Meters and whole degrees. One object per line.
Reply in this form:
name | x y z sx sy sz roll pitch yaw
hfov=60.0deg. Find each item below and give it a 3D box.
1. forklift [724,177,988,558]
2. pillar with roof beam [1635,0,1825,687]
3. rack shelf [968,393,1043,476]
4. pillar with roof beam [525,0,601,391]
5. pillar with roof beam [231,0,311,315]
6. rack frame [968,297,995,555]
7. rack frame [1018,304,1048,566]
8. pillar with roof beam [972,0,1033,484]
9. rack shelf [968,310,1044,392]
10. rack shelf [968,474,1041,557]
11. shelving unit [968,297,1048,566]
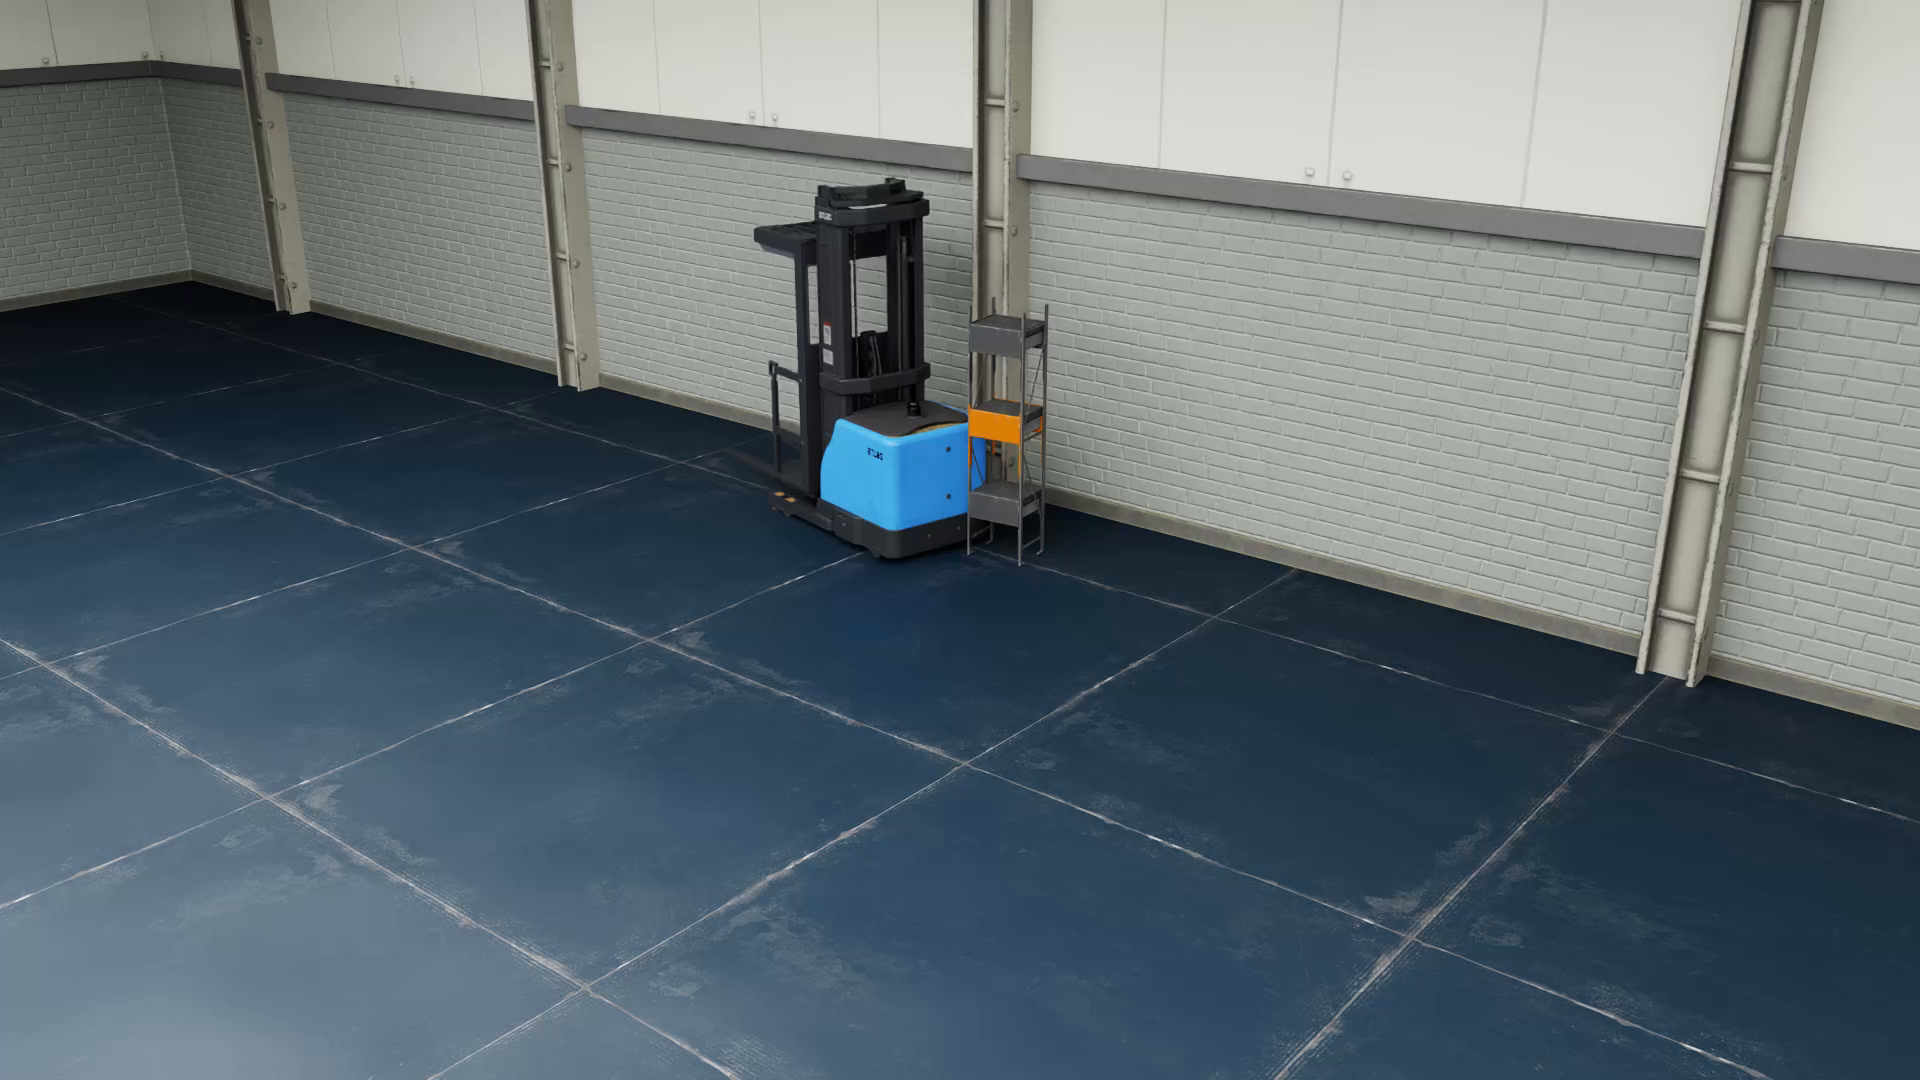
forklift | -1.062 -1.674 14.453 1.130 2.935 3.031 -15 25 -35
pillar with roof beam | 2.281 -2.102 6.988 0.400 9.000 9.100 16 26 36
rack shelf | 0.382 -0.861 13.514 0.480 0.518 0.431 12 24 29
pillar with roof beam | -7.016 -4.779 14.087 0.400 9.000 9.100 16 26 36
pillar with roof beam | -11.664 -6.117 17.637 0.400 9.000 9.100 16 26 36
rack frame | 0.174 -0.919 13.629 0.015 2.100 0.400 12 24 29
rack frame | 0.590 -0.829 13.390 0.015 2.100 0.400 12 24 29
pillar with roof beam | -2.368 -3.440 10.537 0.400 9.000 9.100 16 26 36
rack shelf | 0.382 -1.516 13.267 0.480 0.518 0.431 12 24 29
rack shelf | 0.382 -0.206 13.761 0.480 0.518 0.431 12 24 29
shelving unit | 0.382 -0.874 13.509 0.503 2.100 0.431 12 24 29
